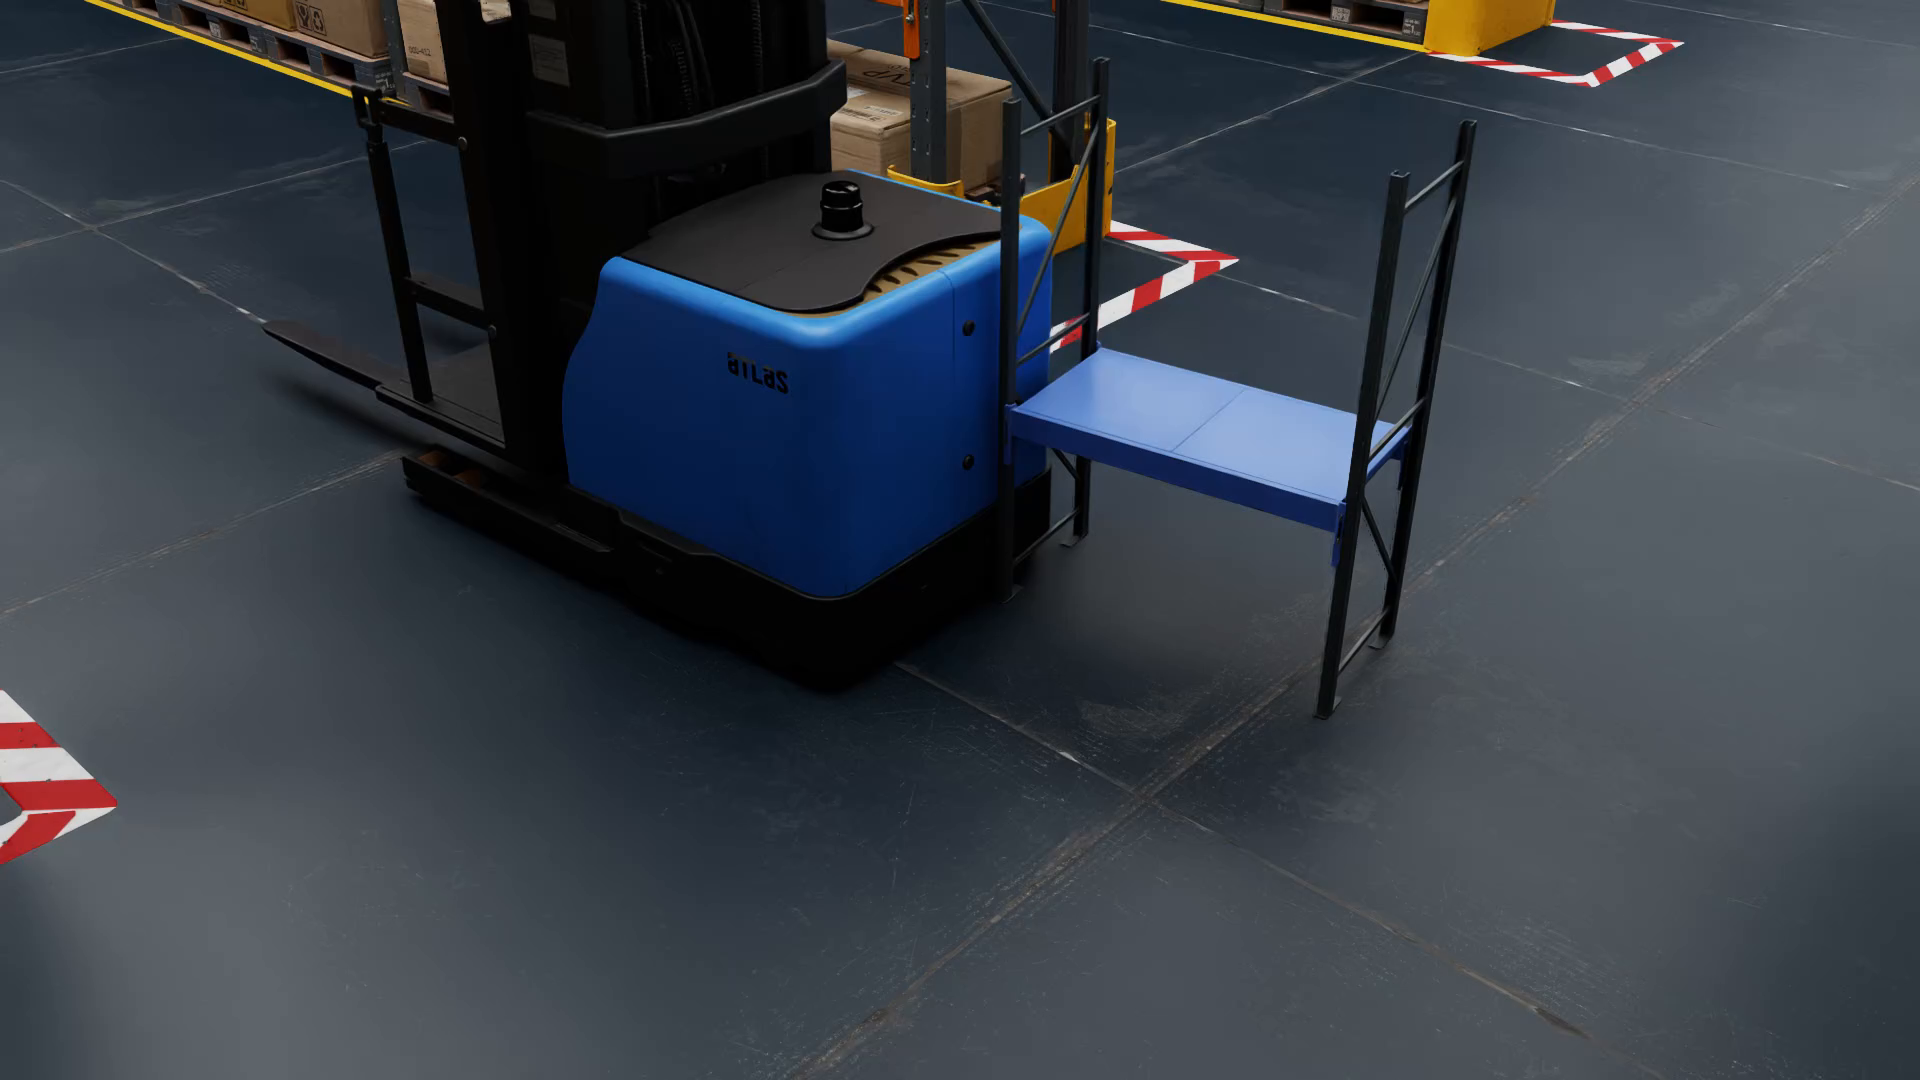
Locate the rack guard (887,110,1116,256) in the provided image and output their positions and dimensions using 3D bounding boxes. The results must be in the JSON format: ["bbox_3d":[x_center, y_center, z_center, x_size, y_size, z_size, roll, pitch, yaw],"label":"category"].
[{"bbox_3d":[0.196,-1.467,7.202,0.348,0.500,1.175,25,39,35],"label":"rack guard"}]

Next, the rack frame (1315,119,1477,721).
[{"bbox_3d":[1.104,-0.270,4.244,0.032,1.500,0.500,19,36,28],"label":"rack frame"}]

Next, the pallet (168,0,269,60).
[{"bbox_3d":[-4.319,-3.396,10.687,1.213,0.211,1.003,25,39,35],"label":"pallet"}]

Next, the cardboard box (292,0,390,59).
[{"bbox_3d":[-3.301,-3.384,9.616,0.875,0.875,0.875,26,40,36],"label":"cardboard box"}]

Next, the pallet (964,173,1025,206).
[{"bbox_3d":[-0.468,-1.598,7.700,1.213,0.211,1.003,25,39,35],"label":"pallet"}]

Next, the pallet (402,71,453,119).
[{"bbox_3d":[-2.277,-2.443,9.103,1.213,0.211,1.003,25,39,35],"label":"pallet"}]

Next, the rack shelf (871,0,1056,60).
[{"bbox_3d":[-1.305,-2.930,7.906,4.000,0.370,1.077,25,39,35],"label":"rack shelf"}]

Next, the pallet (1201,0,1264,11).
[{"bbox_3d":[1.889,-4.023,11.727,1.213,0.211,1.003,25,39,35],"label":"pallet"}]

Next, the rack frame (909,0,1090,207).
[{"bbox_3d":[0.178,-2.546,6.571,0.127,3.000,1.000,25,39,35],"label":"rack frame"}]

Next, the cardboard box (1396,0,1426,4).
[{"bbox_3d":[2.894,-3.535,10.571,0.250,0.149,0.380,26,40,36],"label":"cardboard box"}]

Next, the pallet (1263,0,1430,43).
[{"bbox_3d":[2.789,-3.600,11.026,1.213,0.211,1.003,25,39,35],"label":"pallet"}]

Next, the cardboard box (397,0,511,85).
[{"bbox_3d":[-2.395,-2.754,8.994,0.875,0.438,0.875,24,39,34],"label":"cardboard box"}]

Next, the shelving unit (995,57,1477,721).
[{"bbox_3d":[0.680,-0.415,4.485,1.048,1.500,0.538,19,36,28],"label":"shelving unit"}]

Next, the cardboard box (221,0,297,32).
[{"bbox_3d":[-3.976,-3.694,10.130,0.875,0.875,0.875,26,40,36],"label":"cardboard box"}]

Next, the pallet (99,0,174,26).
[{"bbox_3d":[-5.220,-3.819,11.388,1.213,0.211,1.003,25,39,35],"label":"pallet"}]

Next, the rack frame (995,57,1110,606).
[{"bbox_3d":[0.257,-0.560,4.726,0.032,1.500,0.500,19,36,28],"label":"rack frame"}]

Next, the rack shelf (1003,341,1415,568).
[{"bbox_3d":[0.680,-0.261,4.578,1.000,0.185,0.538,19,36,28],"label":"rack shelf"}]

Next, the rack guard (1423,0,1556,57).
[{"bbox_3d":[3.368,-3.429,10.462,0.348,0.500,1.175,25,39,35],"label":"rack guard"}]

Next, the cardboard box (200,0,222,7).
[{"bbox_3d":[-4.639,-4.003,10.645,0.875,0.875,0.875,26,39,36],"label":"cardboard box"}]

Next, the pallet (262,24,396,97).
[{"bbox_3d":[-3.411,-2.974,9.986,1.213,0.211,1.003,25,39,35],"label":"pallet"}]

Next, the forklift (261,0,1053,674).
[{"bbox_3d":[-1.190,-1.506,4.911,3.031,2.935,1.130,22,38,32],"label":"forklift"}]

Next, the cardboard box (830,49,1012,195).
[{"bbox_3d":[-0.379,-1.819,7.440,0.875,0.438,0.875,24,38,34],"label":"cardboard box"}]

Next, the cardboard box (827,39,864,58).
[{"bbox_3d":[-1.063,-2.132,7.960,0.875,0.438,0.875,26,40,36],"label":"cardboard box"}]

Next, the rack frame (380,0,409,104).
[{"bbox_3d":[-2.788,-3.931,8.871,0.127,3.000,1.000,25,39,35],"label":"rack frame"}]
